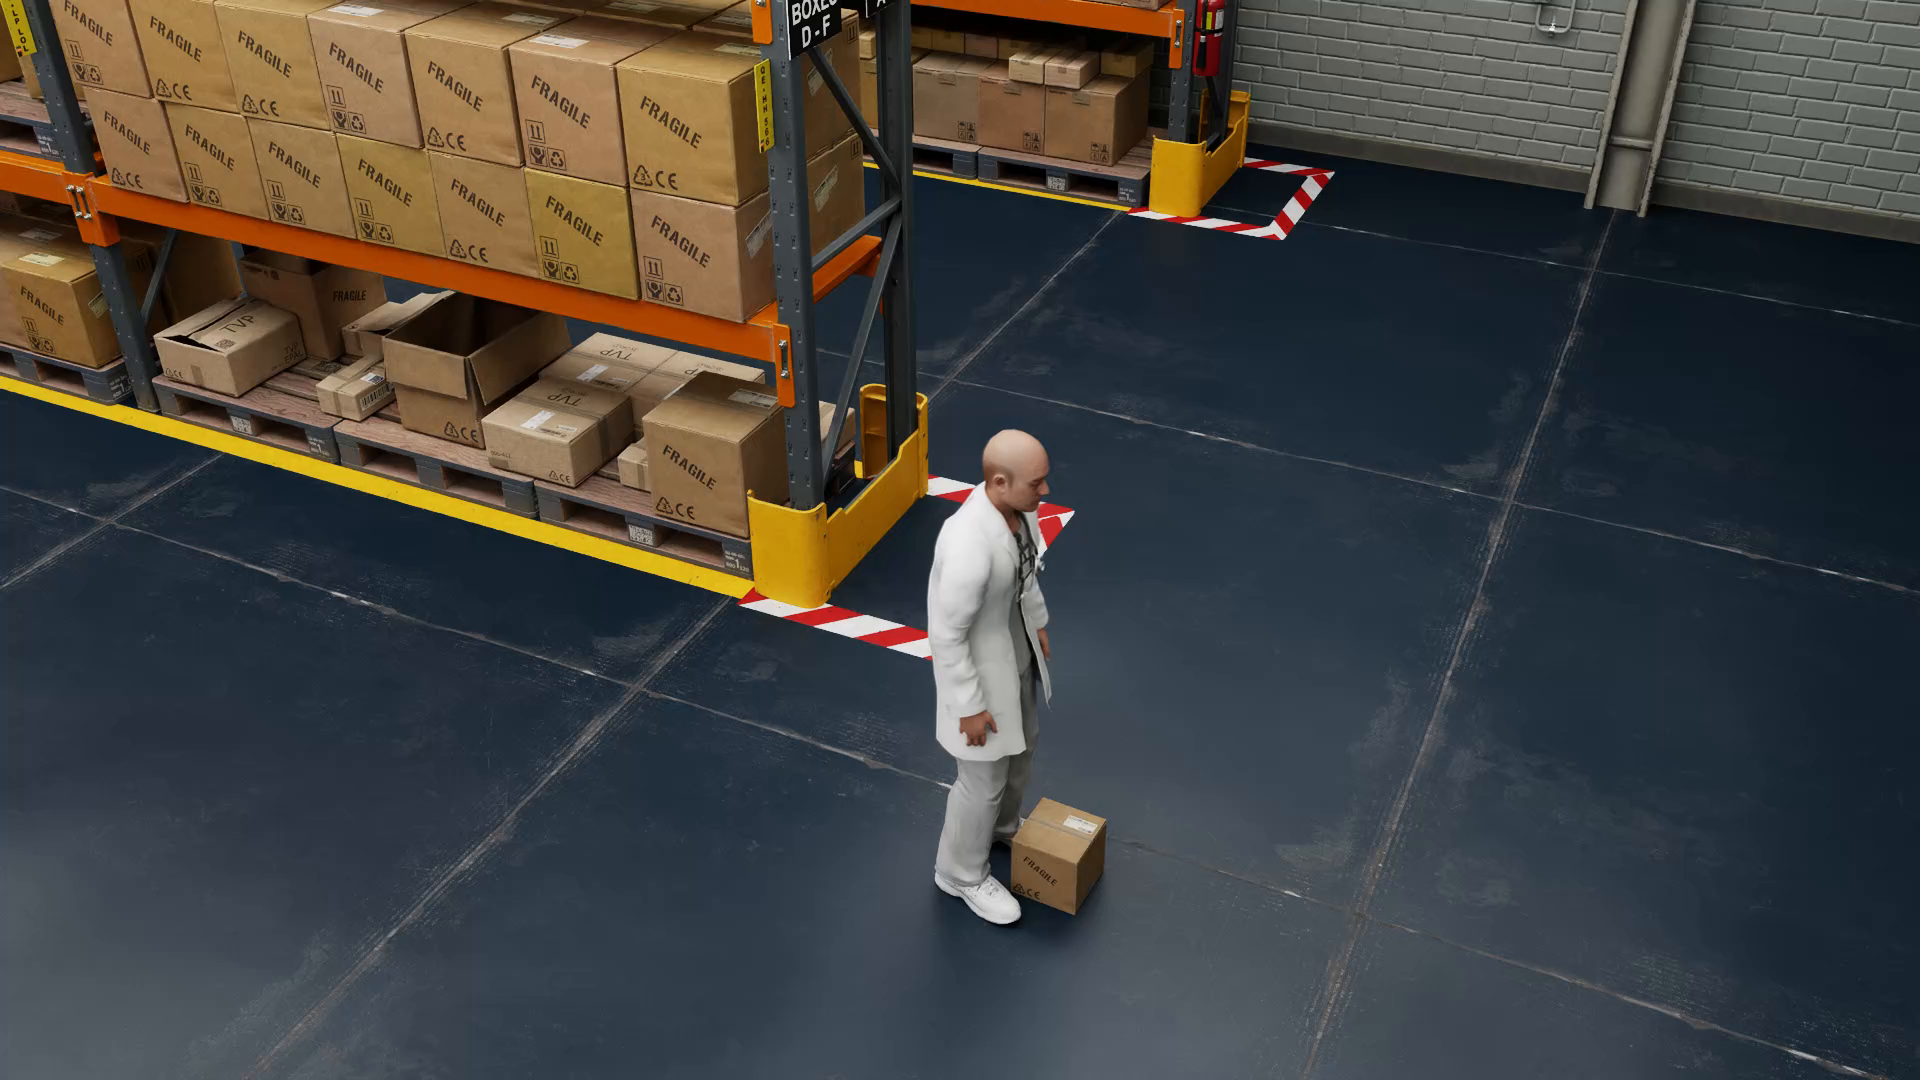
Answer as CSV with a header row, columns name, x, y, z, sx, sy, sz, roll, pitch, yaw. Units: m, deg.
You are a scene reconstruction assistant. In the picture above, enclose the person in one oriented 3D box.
name,x,y,z,sx,sy,sz,roll,pitch,yaw
person,0.118,0.419,5.514,0.424,1.774,0.644,14,36,21
